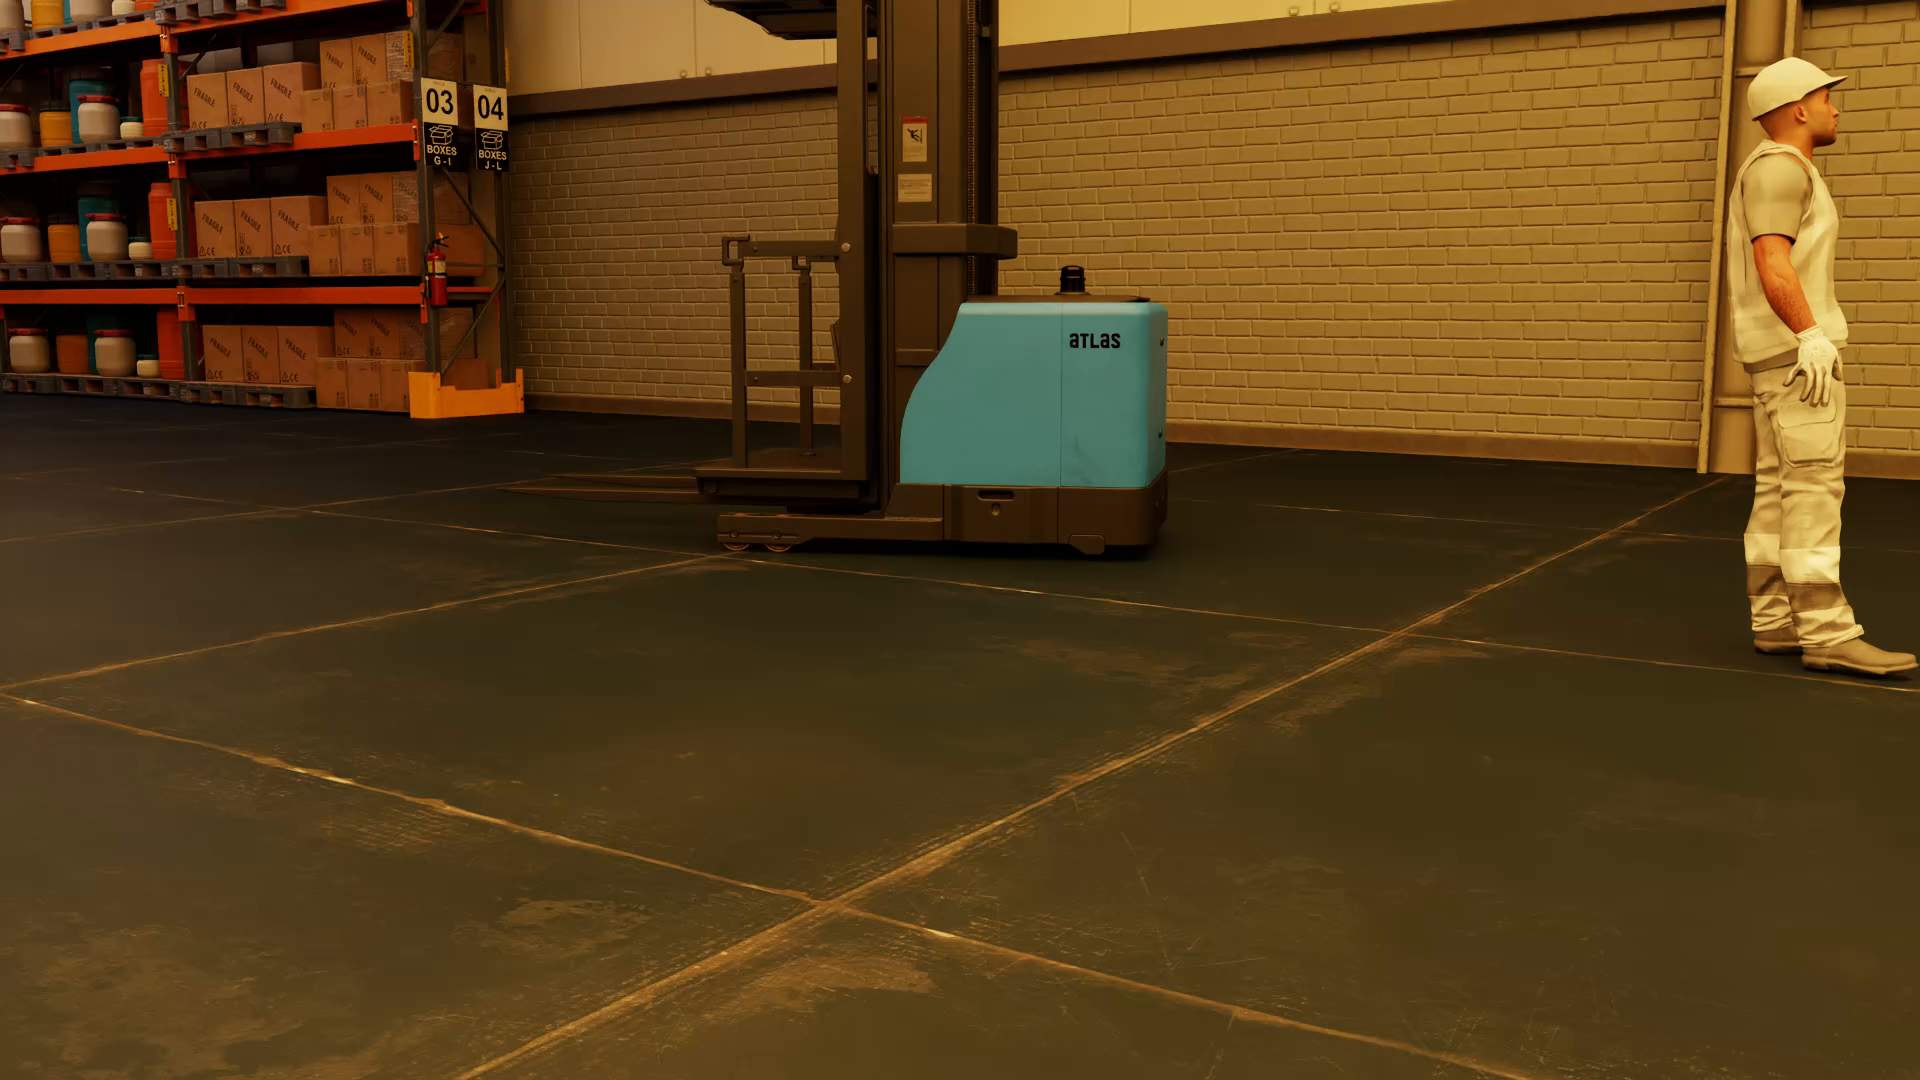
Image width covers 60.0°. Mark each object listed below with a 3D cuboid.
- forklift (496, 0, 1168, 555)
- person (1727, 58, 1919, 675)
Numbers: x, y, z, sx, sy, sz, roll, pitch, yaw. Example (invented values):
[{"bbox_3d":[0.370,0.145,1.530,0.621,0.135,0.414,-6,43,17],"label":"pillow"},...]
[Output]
[{"bbox_3d":[-0.596,-1.469,7.520,3.031,2.935,1.130,2,8,12],"label":"forklift"},{"bbox_3d":[2.582,-0.538,4.983,0.565,1.786,0.637,3,9,22],"label":"person"}]
